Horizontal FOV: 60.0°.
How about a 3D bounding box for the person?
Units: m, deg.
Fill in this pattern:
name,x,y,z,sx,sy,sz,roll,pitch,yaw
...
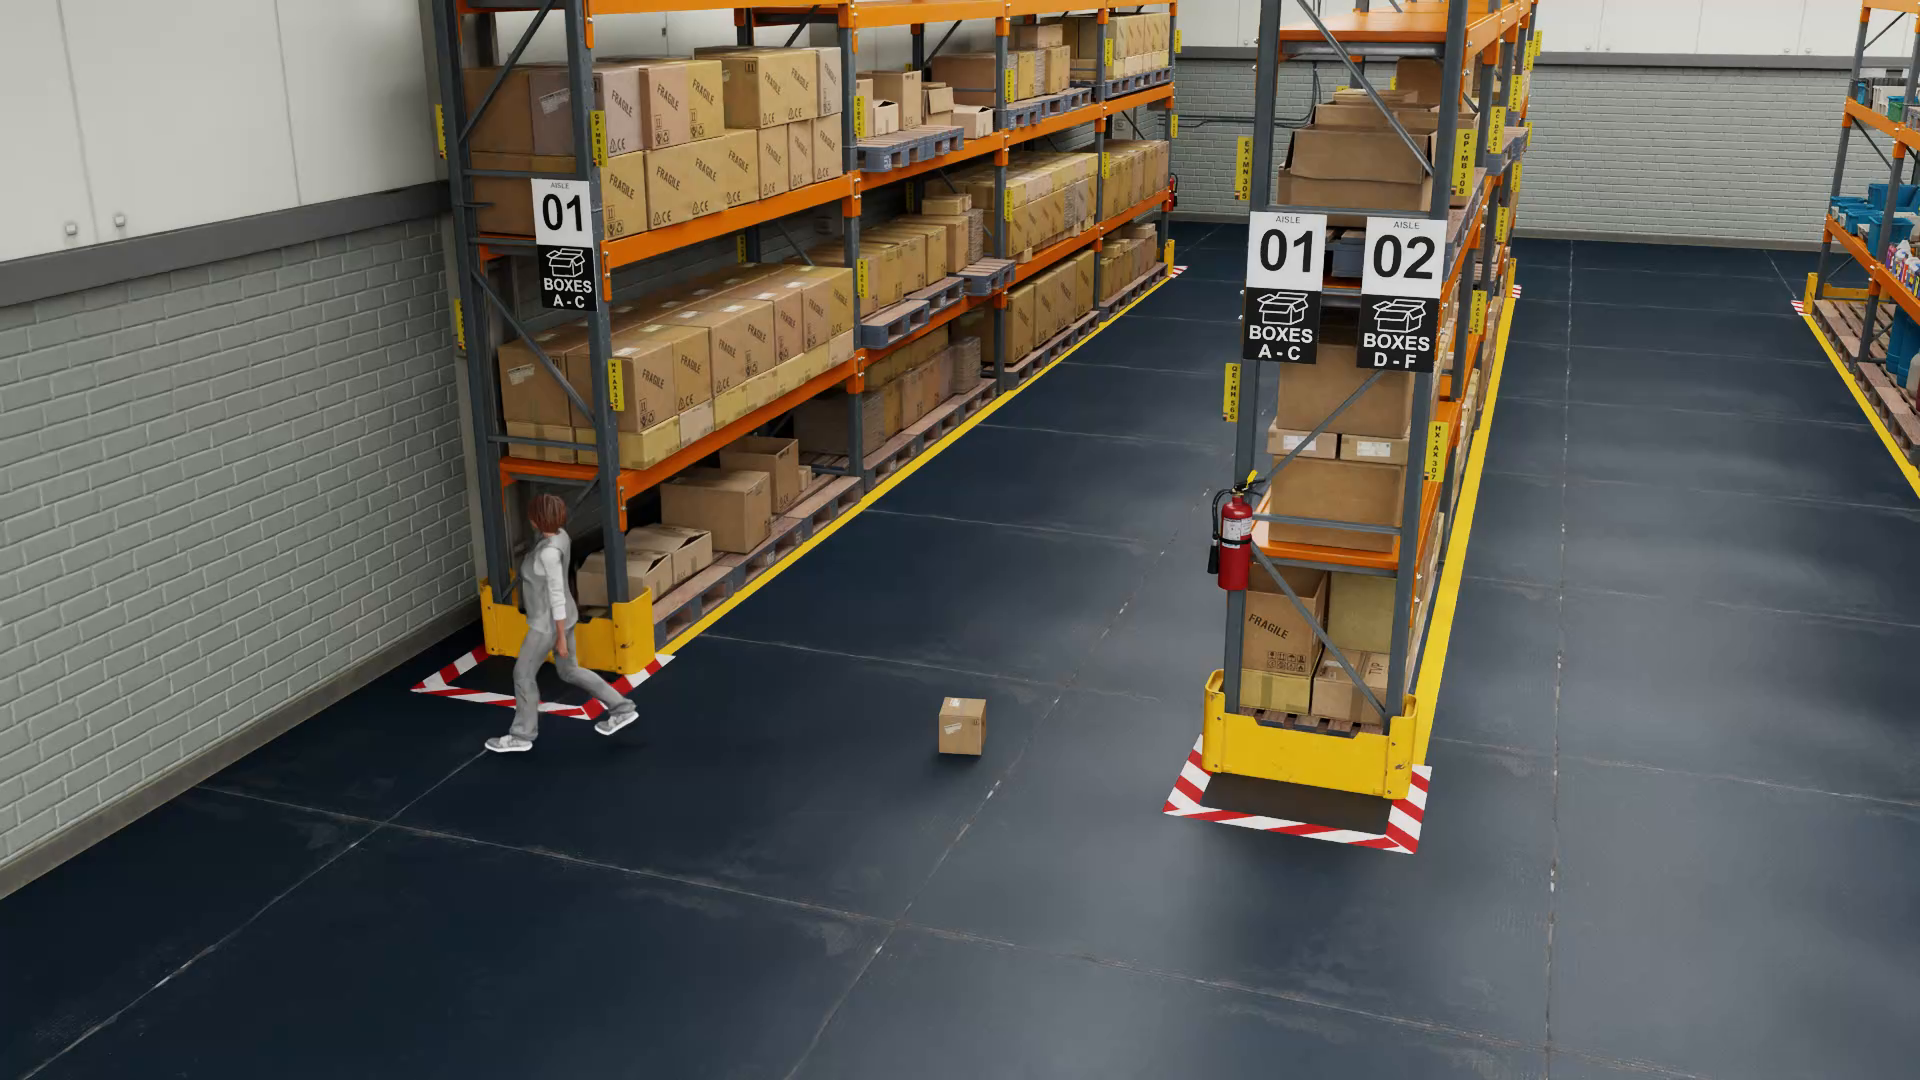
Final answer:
name,x,y,z,sx,sy,sz,roll,pitch,yaw
person,-2.362,0.472,9.687,0.888,1.551,0.447,-1,19,-2
